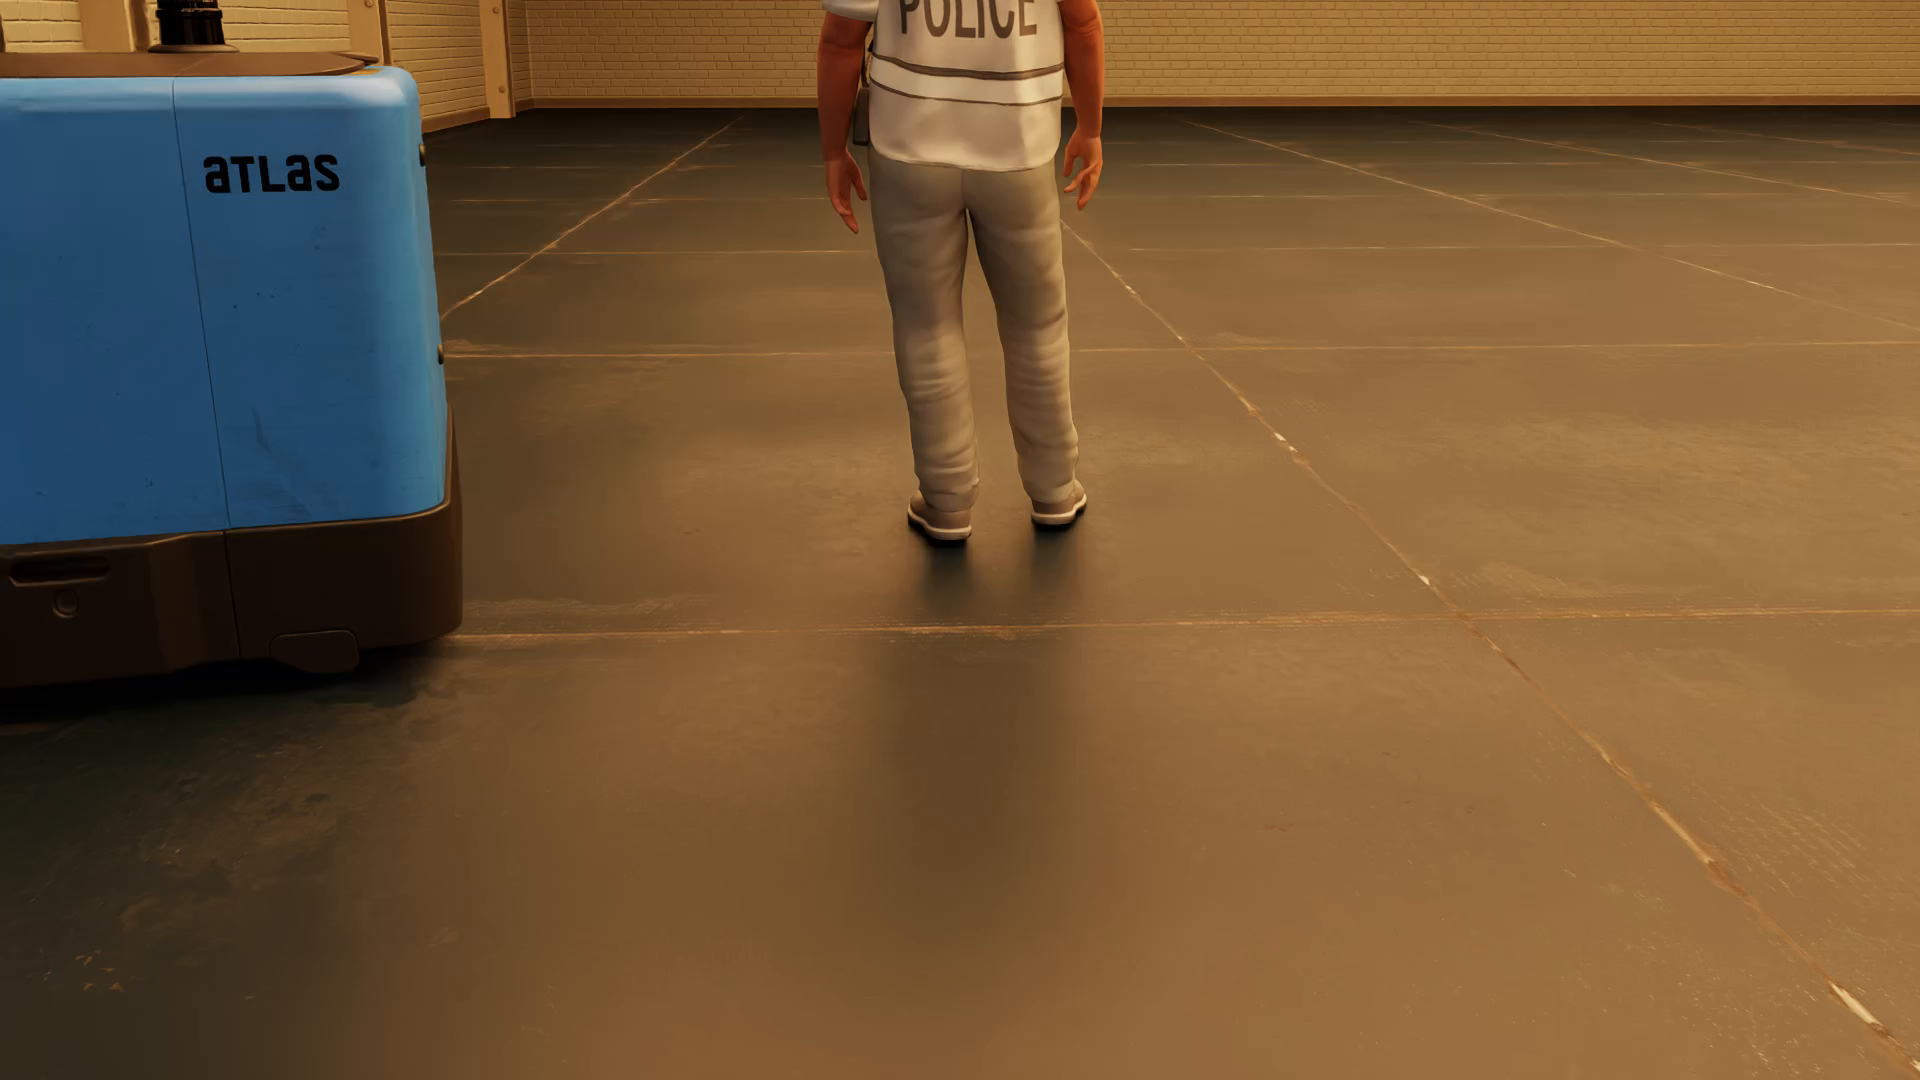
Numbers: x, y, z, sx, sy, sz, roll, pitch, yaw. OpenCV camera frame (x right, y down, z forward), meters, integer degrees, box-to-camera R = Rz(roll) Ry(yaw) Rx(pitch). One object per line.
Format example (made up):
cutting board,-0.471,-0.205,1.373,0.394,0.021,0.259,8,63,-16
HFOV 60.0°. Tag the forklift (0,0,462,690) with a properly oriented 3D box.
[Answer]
forklift,-2.521,-1.173,2.744,3.031,2.935,1.130,-5,18,-15

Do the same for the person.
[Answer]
person,0.008,-0.882,3.730,0.640,1.781,0.575,-1,17,-3
